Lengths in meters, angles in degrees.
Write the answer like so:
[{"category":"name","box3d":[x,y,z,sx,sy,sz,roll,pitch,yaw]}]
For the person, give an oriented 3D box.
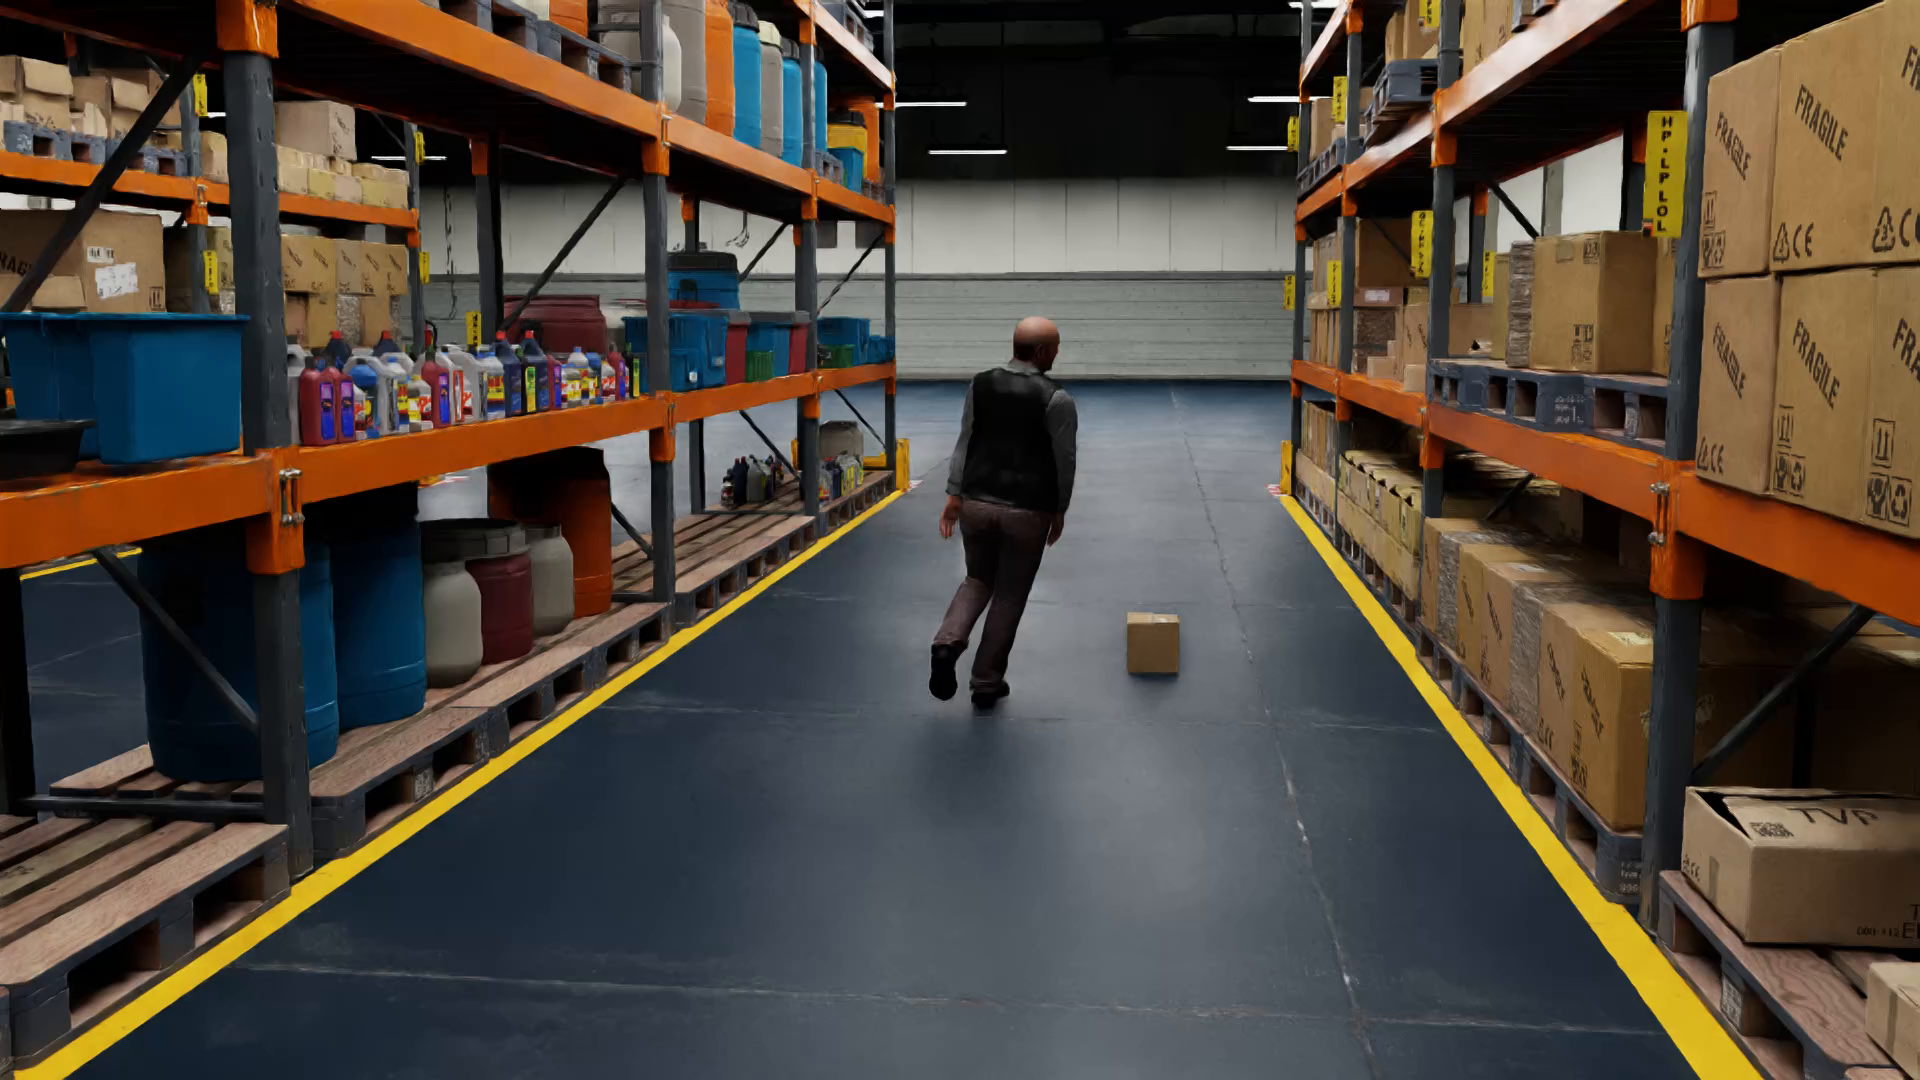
[{"category":"person","box3d":[0.199,-0.115,7.209,0.629,1.699,0.502,4,8,26]}]
